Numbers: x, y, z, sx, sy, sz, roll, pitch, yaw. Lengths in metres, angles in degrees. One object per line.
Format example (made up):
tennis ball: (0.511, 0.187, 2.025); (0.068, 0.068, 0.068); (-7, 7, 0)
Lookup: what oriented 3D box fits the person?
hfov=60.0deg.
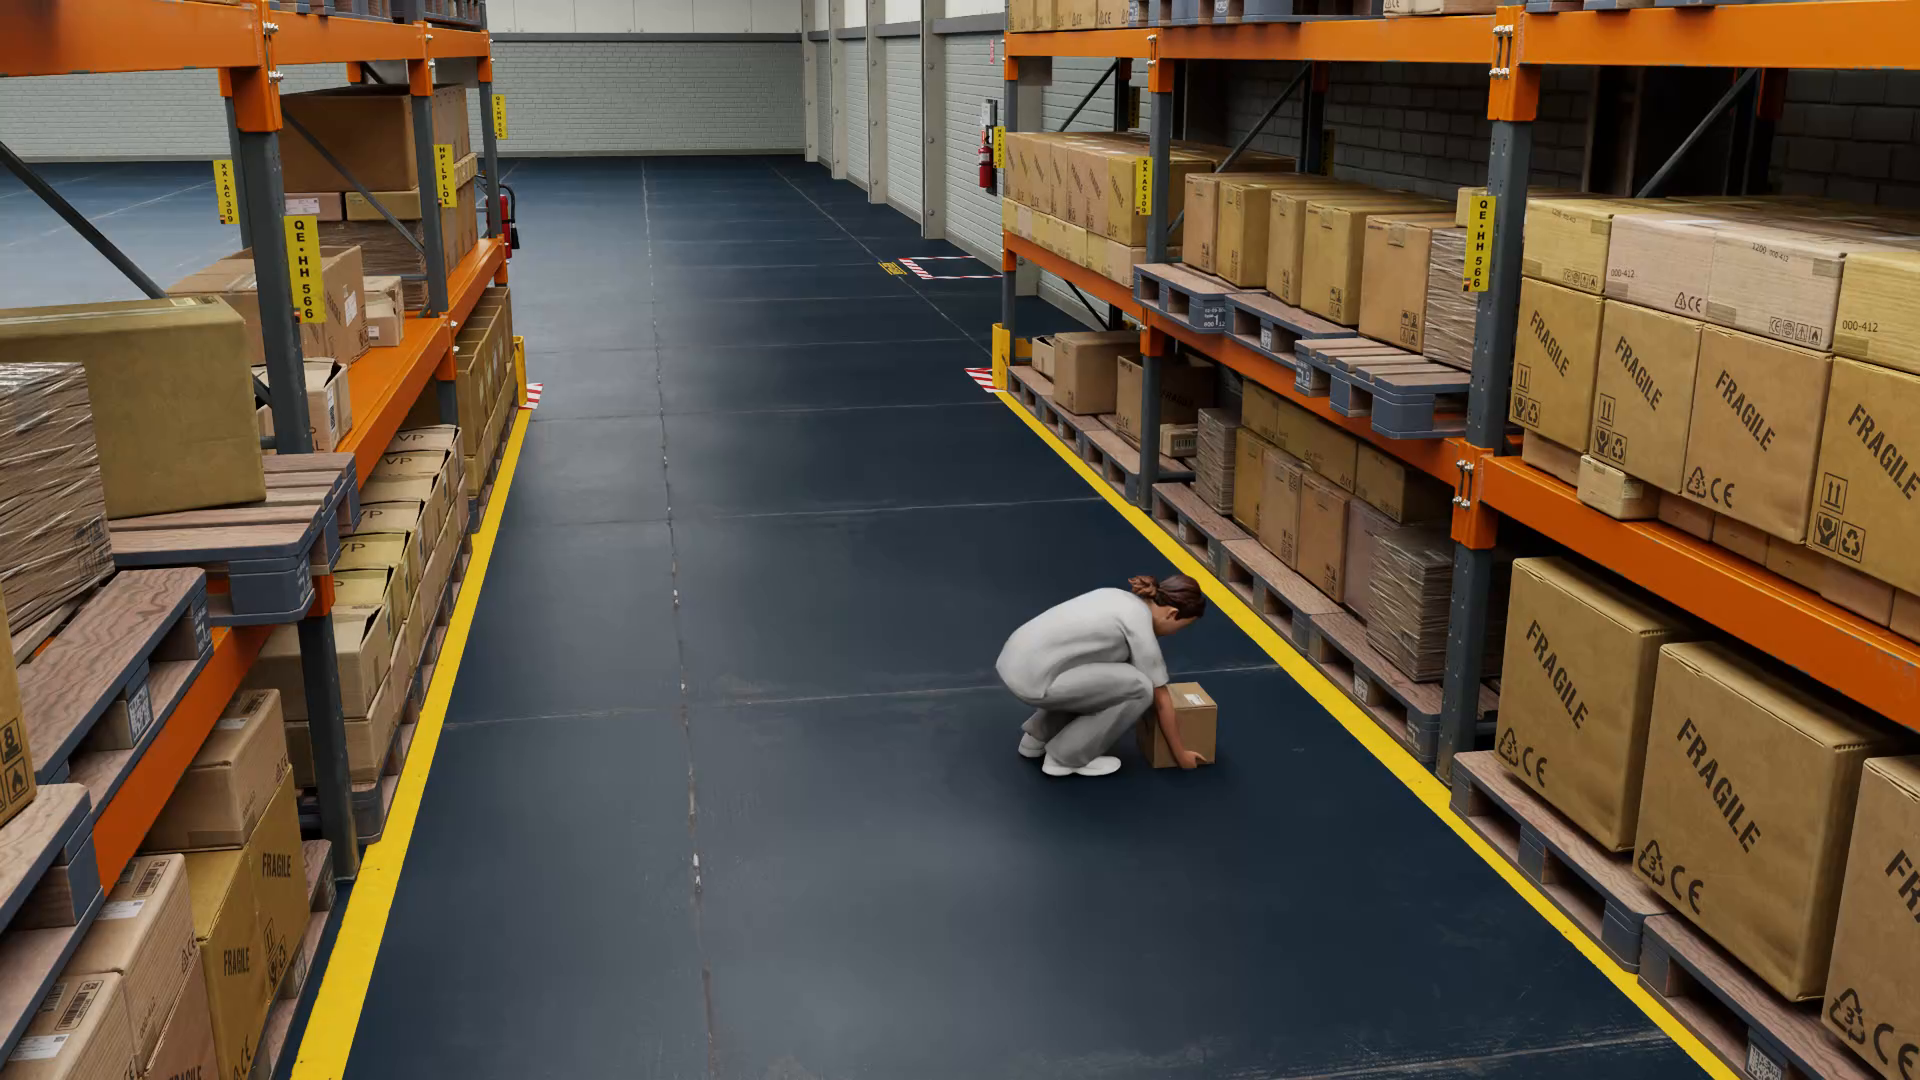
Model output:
person: (0.553, 0.541, 6.473); (0.834, 0.821, 0.467); (-3, 17, -11)
